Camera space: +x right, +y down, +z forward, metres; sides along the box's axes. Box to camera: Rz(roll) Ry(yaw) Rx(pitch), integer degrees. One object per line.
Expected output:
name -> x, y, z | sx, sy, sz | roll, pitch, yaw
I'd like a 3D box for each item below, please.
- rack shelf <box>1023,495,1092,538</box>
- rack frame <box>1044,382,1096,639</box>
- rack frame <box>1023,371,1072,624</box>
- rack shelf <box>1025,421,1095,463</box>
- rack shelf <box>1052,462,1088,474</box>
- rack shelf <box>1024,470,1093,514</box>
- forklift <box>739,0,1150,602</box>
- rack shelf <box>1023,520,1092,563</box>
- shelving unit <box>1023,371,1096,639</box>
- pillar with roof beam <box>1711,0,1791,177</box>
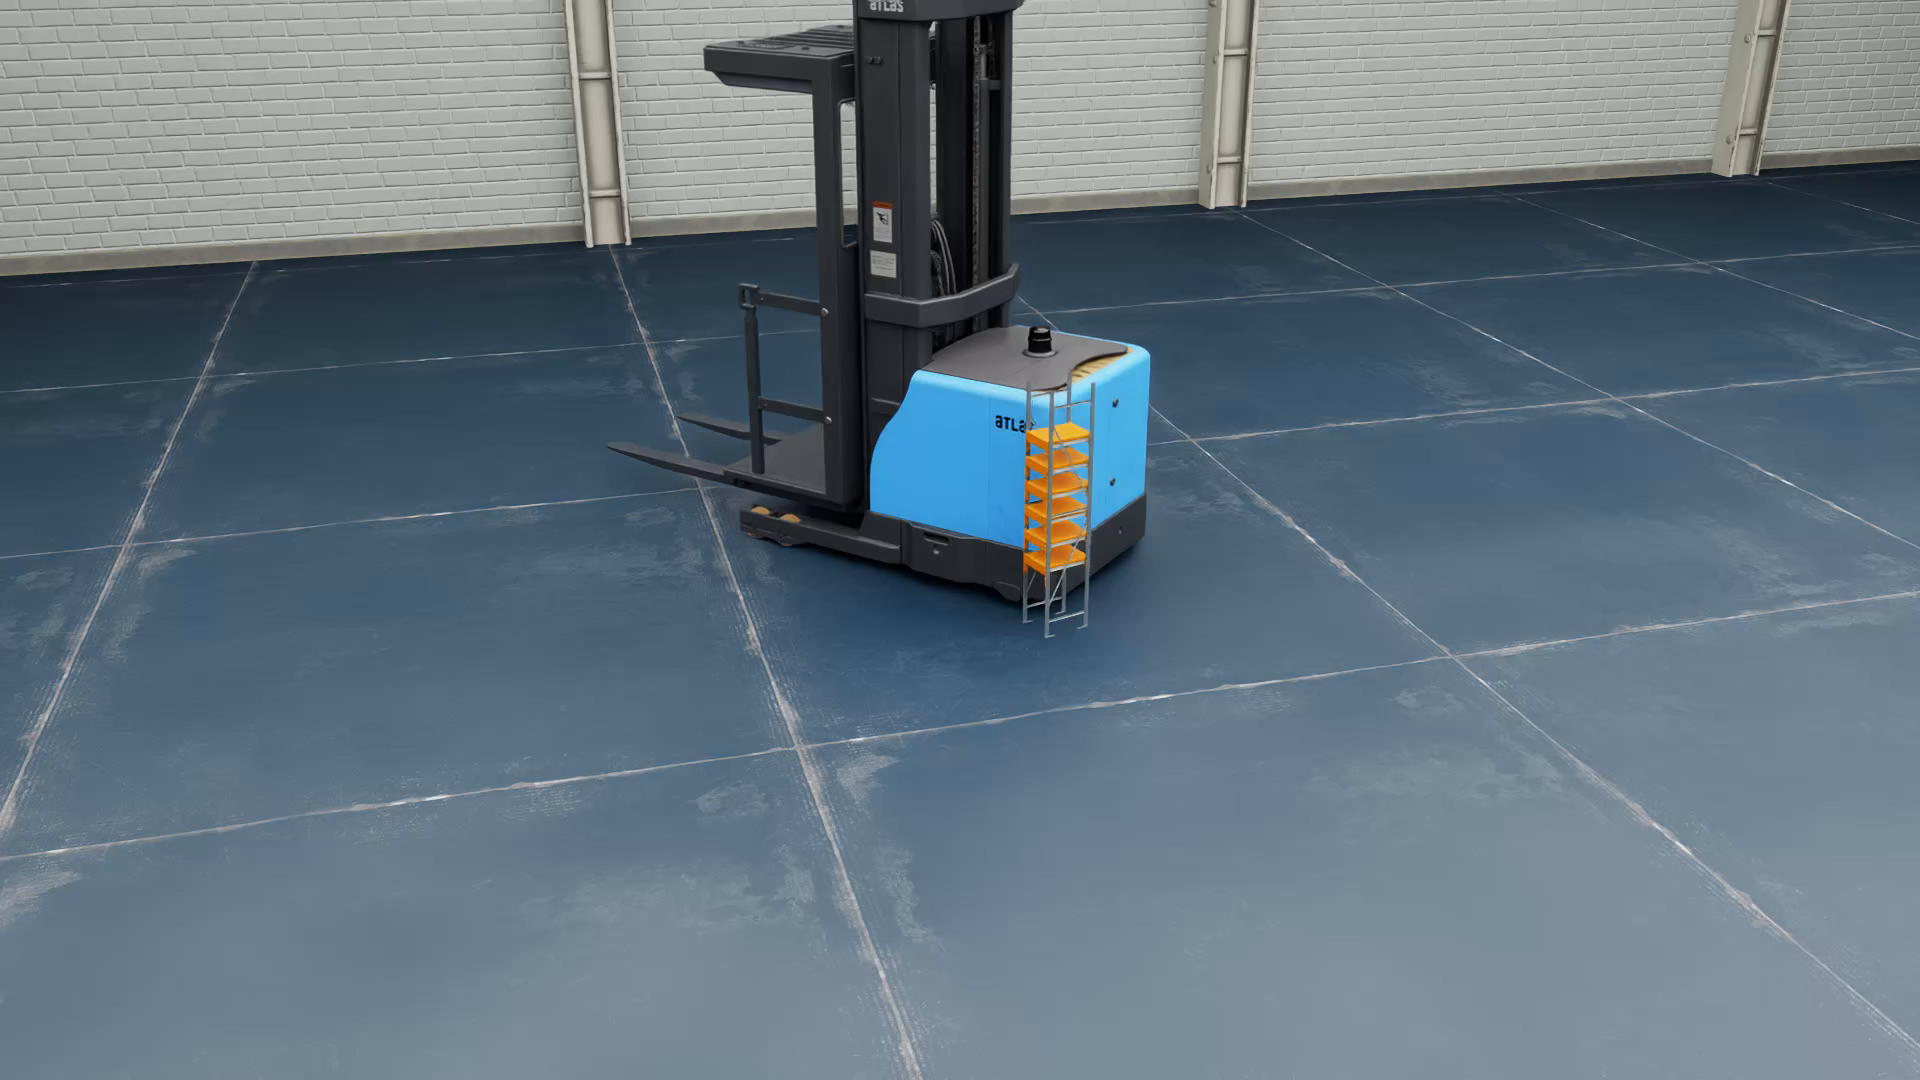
rack shelf -> 0.447, -0.111, 7.599 | 0.258, 0.103, 0.180 | -13, 27, -28
rack frame -> 0.494, -0.120, 7.509 | 0.240, 1.200, 0.006 | -13, 27, -28
rack frame -> 0.400, -0.182, 7.653 | 0.240, 1.200, 0.006 | -13, 27, -28
rack shelf -> 0.447, -0.441, 7.457 | 0.258, 0.103, 0.180 | -13, 27, -28
rack shelf -> 0.447, -0.349, 7.496 | 0.199, 0.020, 0.166 | -13, 27, -28
rack shelf -> 0.447, -0.221, 7.551 | 0.258, 0.103, 0.180 | -13, 27, -28
forklift -> -0.559, -1.473, 8.466 | 3.031, 2.935, 1.130 | 14, 27, 29
rack shelf -> 0.447, 0.000, 7.646 | 0.258, 0.103, 0.180 | -13, 27, -28
shelving unit -> 0.447, -0.151, 7.581 | 0.258, 1.200, 0.189 | -13, 27, -28
pillar with roof beam -> 9.537, -6.469, 12.413 | 0.400, 9.000, 9.100 | -6, 24, -14
